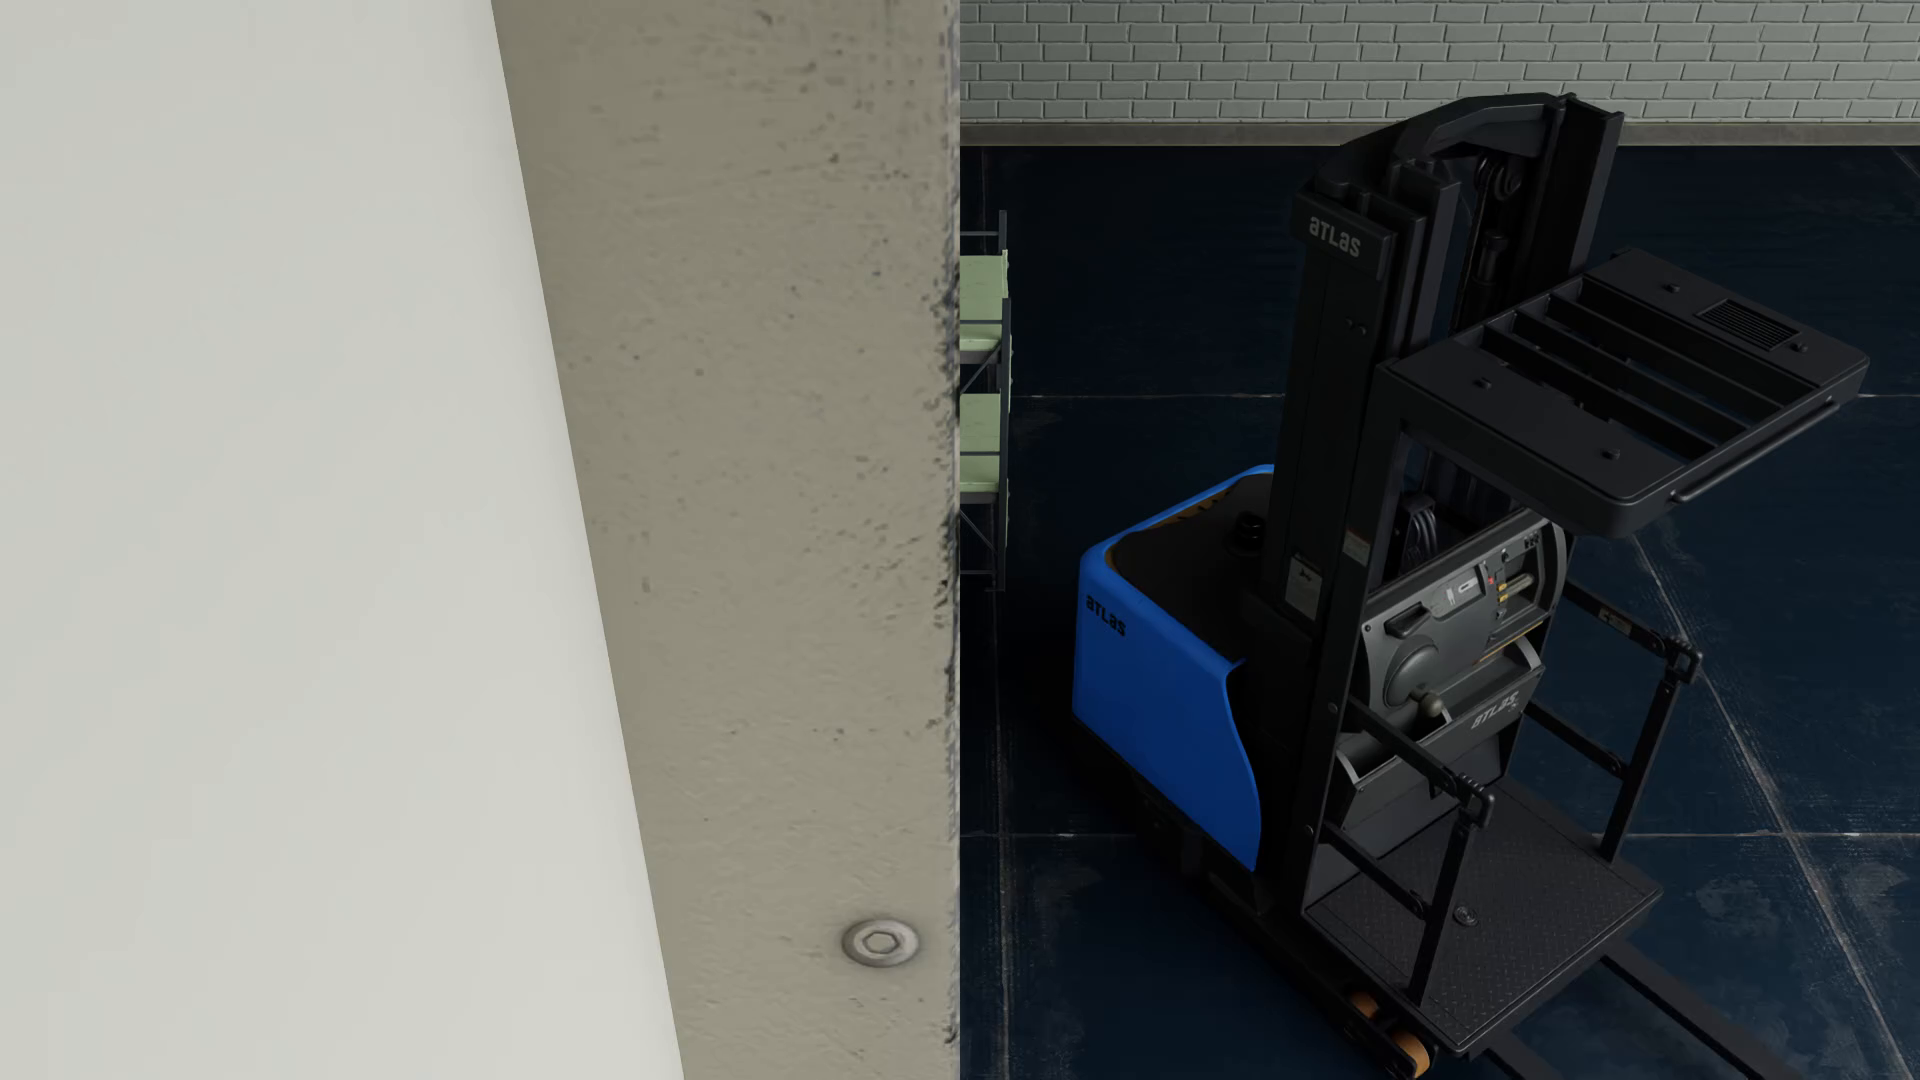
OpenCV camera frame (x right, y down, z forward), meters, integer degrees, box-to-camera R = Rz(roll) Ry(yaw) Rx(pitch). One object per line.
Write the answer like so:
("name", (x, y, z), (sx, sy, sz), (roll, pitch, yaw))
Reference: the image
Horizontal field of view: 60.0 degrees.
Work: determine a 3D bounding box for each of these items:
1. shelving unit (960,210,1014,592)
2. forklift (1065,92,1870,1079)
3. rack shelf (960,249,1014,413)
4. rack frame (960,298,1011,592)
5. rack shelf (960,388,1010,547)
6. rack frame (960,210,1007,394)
("shelving unit", (0.000, -0.589, 7.286), (0.431, 1.500, 0.755), (0, 39, 0))
("forklift", (1.700, 0.295, 5.038), (1.130, 2.935, 3.031), (-25, 45, -28))
("rack shelf", (0.000, -0.894, 7.042), (0.431, 0.370, 0.720), (0, 39, 0))
("rack frame", (0.000, -0.361, 7.001), (0.400, 1.500, 0.023), (0, 39, 0))
("rack shelf", (0.000, -0.335, 7.490), (0.431, 0.370, 0.720), (0, 39, 0))
("rack frame", (0.000, -0.818, 7.572), (0.400, 1.500, 0.023), (0, 39, 0))
